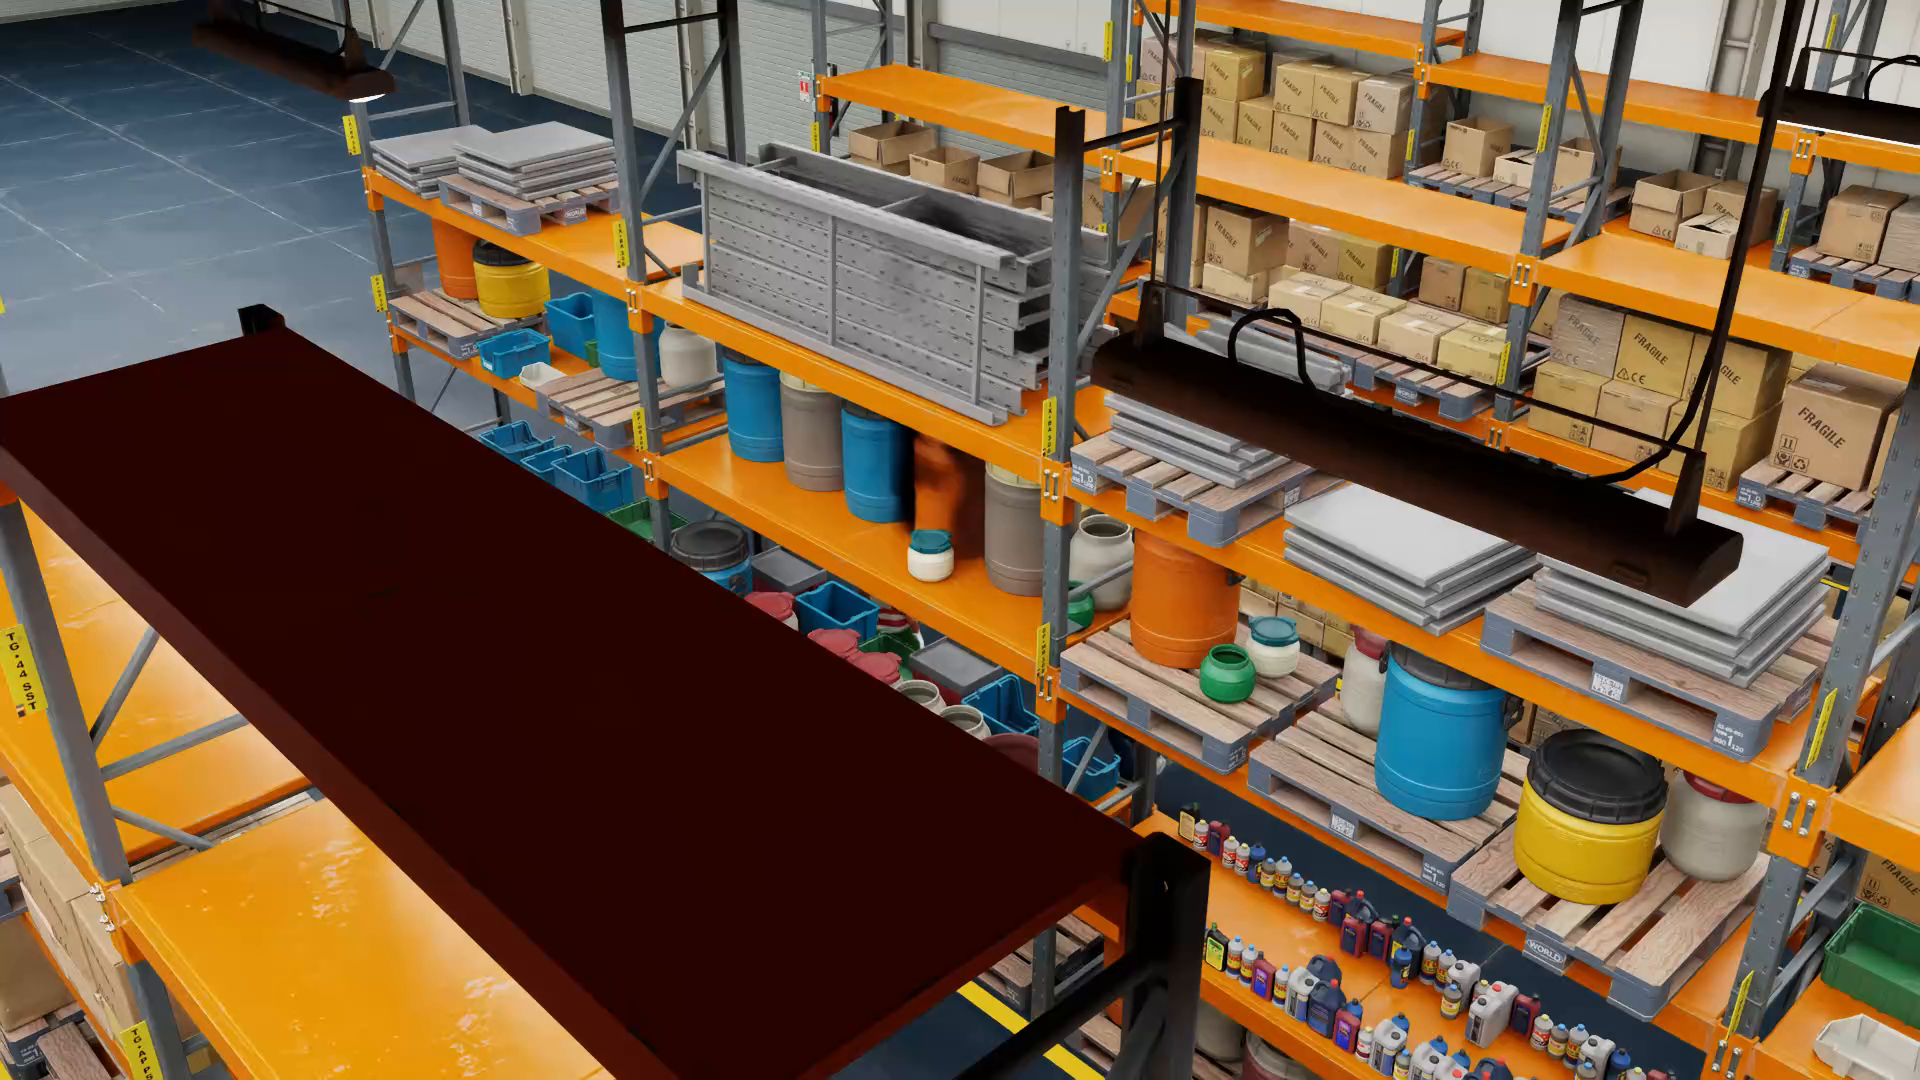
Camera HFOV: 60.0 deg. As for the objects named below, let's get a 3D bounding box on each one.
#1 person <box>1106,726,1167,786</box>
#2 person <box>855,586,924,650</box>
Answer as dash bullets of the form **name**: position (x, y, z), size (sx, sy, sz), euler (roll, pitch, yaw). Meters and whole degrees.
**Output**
- **person**: position (1.311, 1.271, 12.863), size (0.533, 1.571, 0.575), euler (-22, 35, -35)
- **person**: position (-0.543, 0.745, 13.590), size (0.763, 1.773, 0.636), euler (11, 30, 19)
